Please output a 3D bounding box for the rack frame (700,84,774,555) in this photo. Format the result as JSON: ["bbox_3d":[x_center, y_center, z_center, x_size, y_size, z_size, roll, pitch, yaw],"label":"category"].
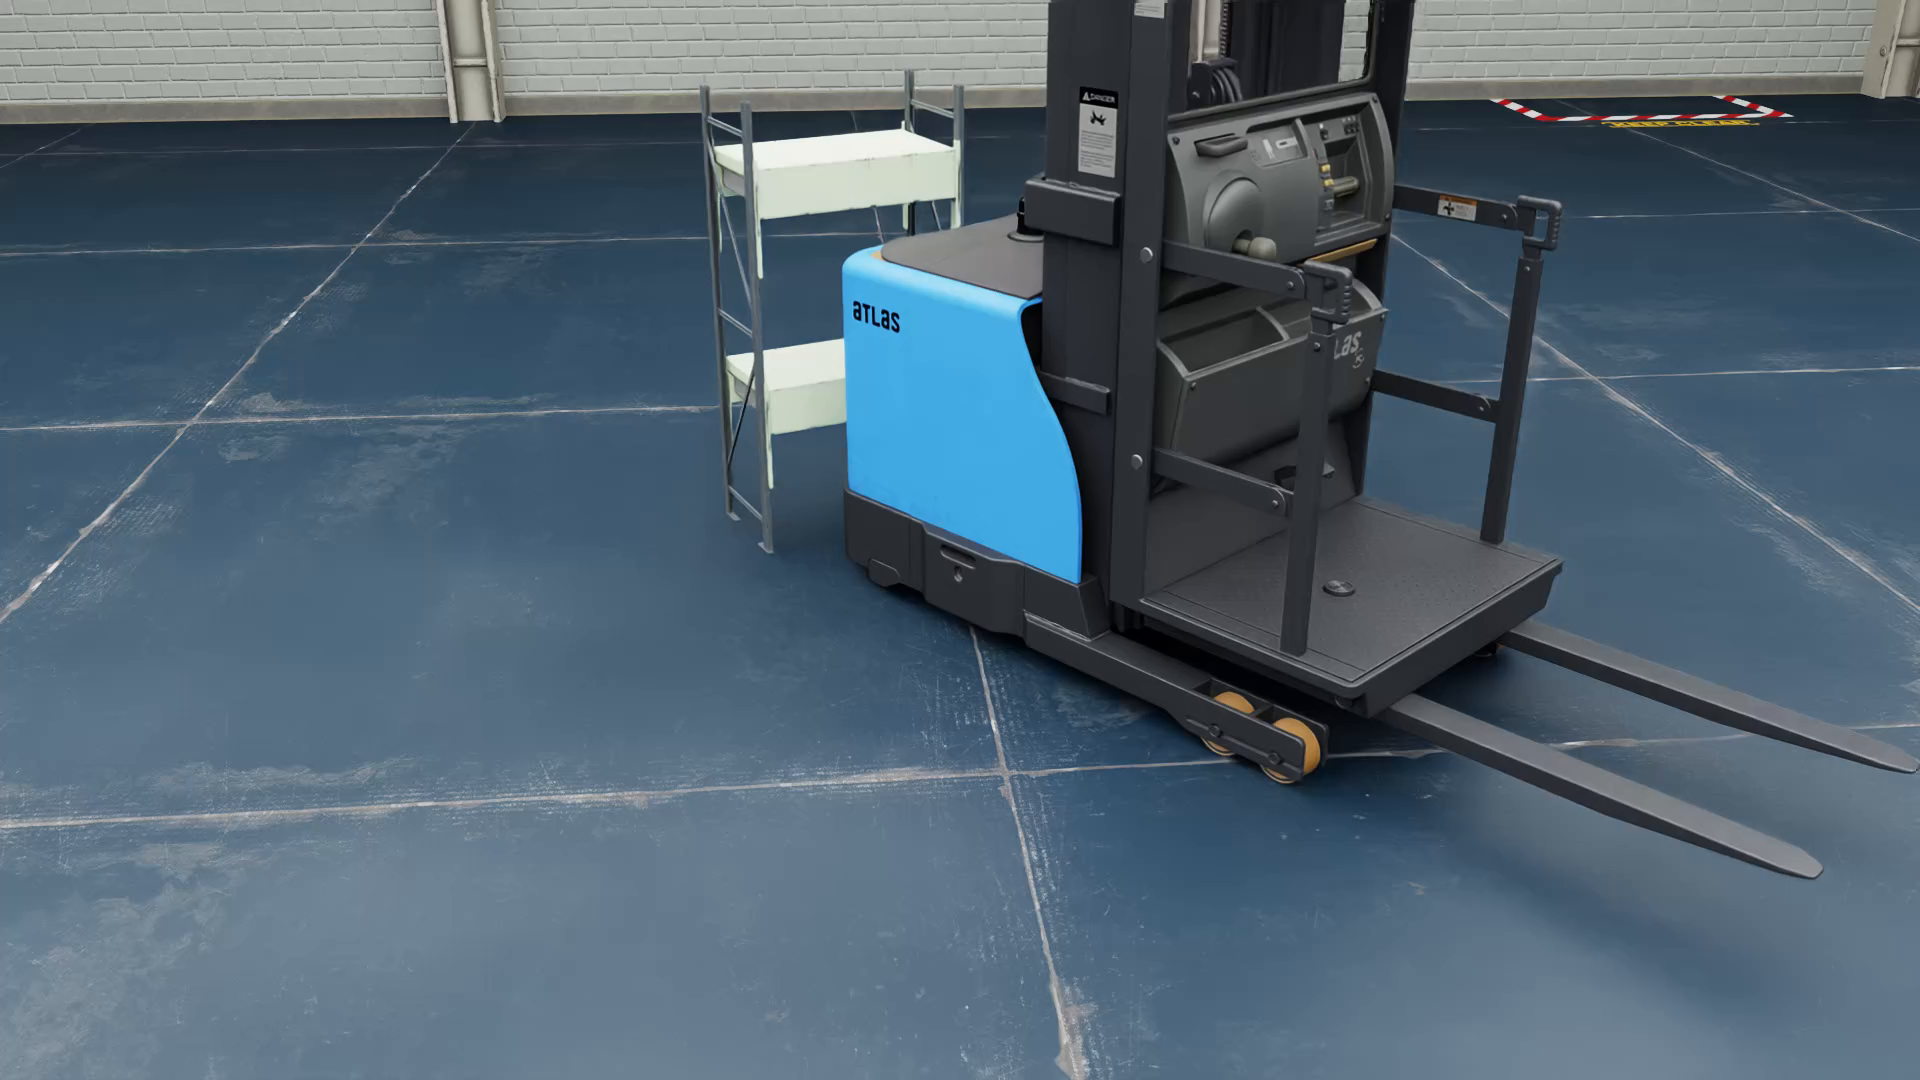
[{"bbox_3d":[-0.736,-0.710,5.500,0.023,1.500,0.400,-12,27,-25],"label":"rack frame"}]

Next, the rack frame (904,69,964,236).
[{"bbox_3d":[-0.089,-0.849,5.813,0.023,1.500,0.400,-12,27,-25],"label":"rack frame"}]

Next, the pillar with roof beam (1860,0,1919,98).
[{"bbox_3d":[8.498,-6.235,8.697,0.400,9.000,9.100,-2,24,-5],"label":"pillar with roof beam"}]

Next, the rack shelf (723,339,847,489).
[{"bbox_3d":[-0.413,-0.481,5.789,0.720,0.370,0.431,-12,27,-25],"label":"rack shelf"}]

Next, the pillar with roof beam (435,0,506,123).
[{"bbox_3d":[-3.444,-5.755,7.620,0.400,9.000,9.100,-2,24,-5],"label":"pillar with roof beam"}]

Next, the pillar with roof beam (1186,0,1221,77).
[{"bbox_3d":[2.527,-5.995,8.159,0.400,9.000,9.100,-2,24,-5],"label":"pillar with roof beam"}]

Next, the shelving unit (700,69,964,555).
[{"bbox_3d":[-0.413,-0.779,5.656,0.755,1.500,0.431,-12,27,-25],"label":"shelving unit"}]

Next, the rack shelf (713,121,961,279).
[{"bbox_3d":[-0.413,-1.136,5.498,0.720,0.370,0.431,-12,27,-25],"label":"rack shelf"}]

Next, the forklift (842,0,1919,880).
[{"bbox_3d":[1.013,-0.943,4.264,1.130,2.935,3.031,-22,32,-40],"label":"forklift"}]
